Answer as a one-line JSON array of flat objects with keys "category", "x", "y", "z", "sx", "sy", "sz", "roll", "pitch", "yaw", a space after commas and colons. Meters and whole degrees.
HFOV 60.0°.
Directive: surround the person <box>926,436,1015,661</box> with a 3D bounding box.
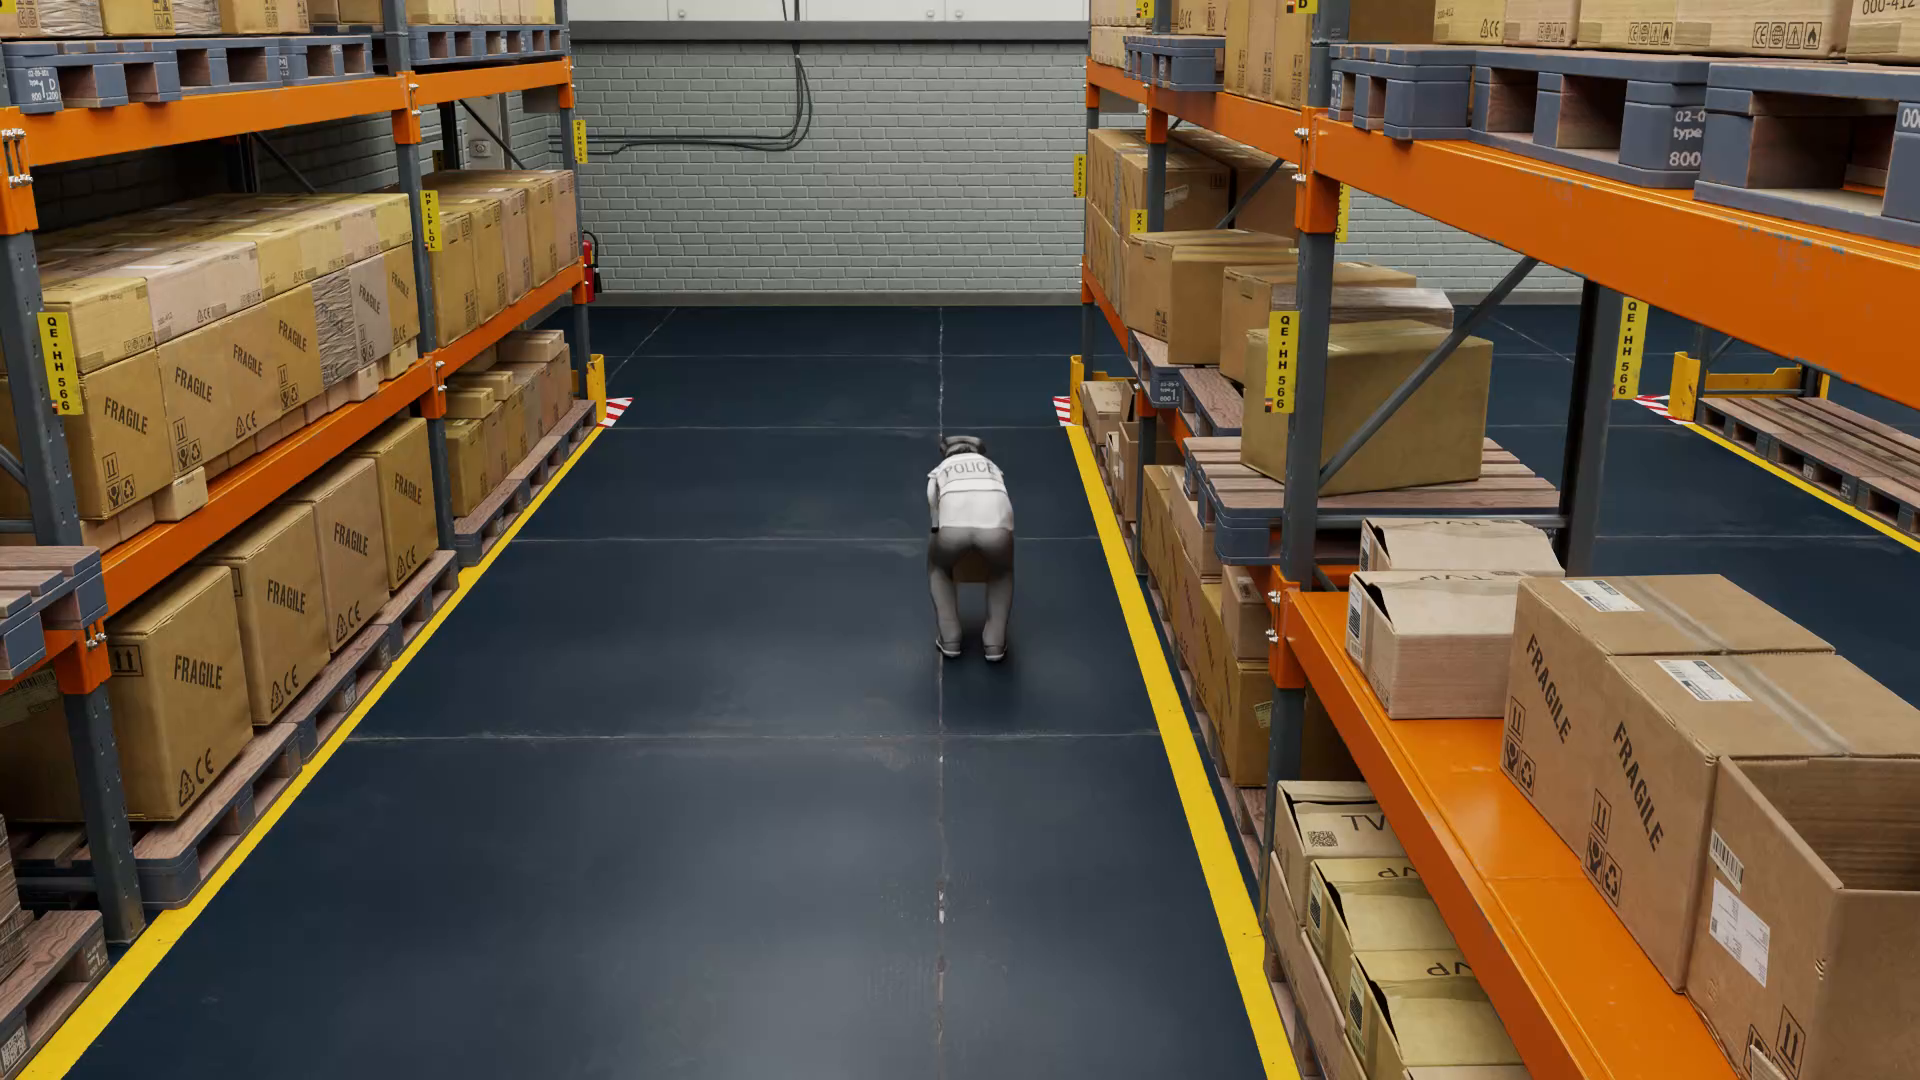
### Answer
[{"category": "person", "x": 0.050, "y": 0.038, "z": 8.505, "sx": 0.450, "sy": 1.027, "sz": 0.933, "roll": -1, "pitch": 17, "yaw": -3}]
